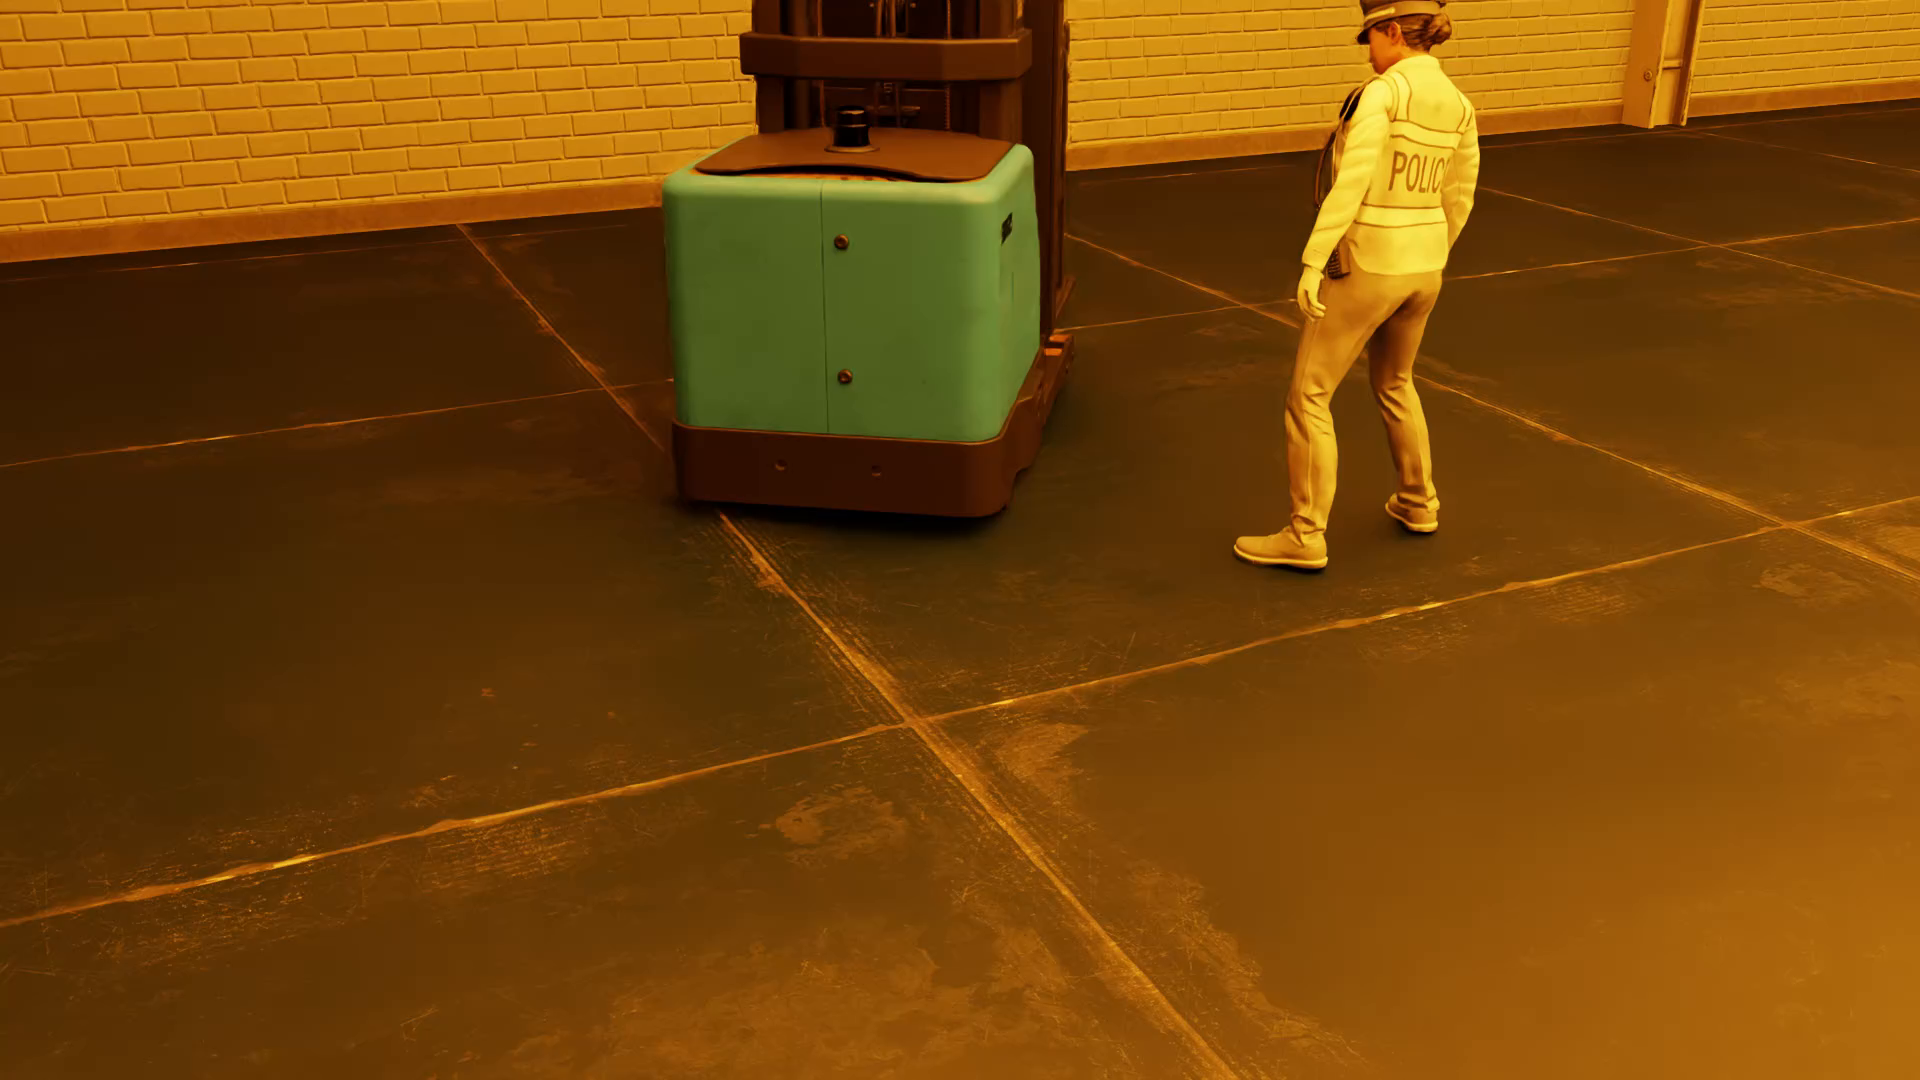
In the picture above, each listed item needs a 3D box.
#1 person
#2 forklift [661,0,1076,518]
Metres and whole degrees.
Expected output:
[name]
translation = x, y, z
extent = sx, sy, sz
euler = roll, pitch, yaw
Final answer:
[person]
translation = 1.201, -0.765, 4.839
extent = 0.832, 1.633, 0.388
euler = -15, 27, -32
[forklift]
translation = -0.144, -1.955, 5.992
extent = 1.130, 2.935, 3.031
euler = 4, 23, 9
